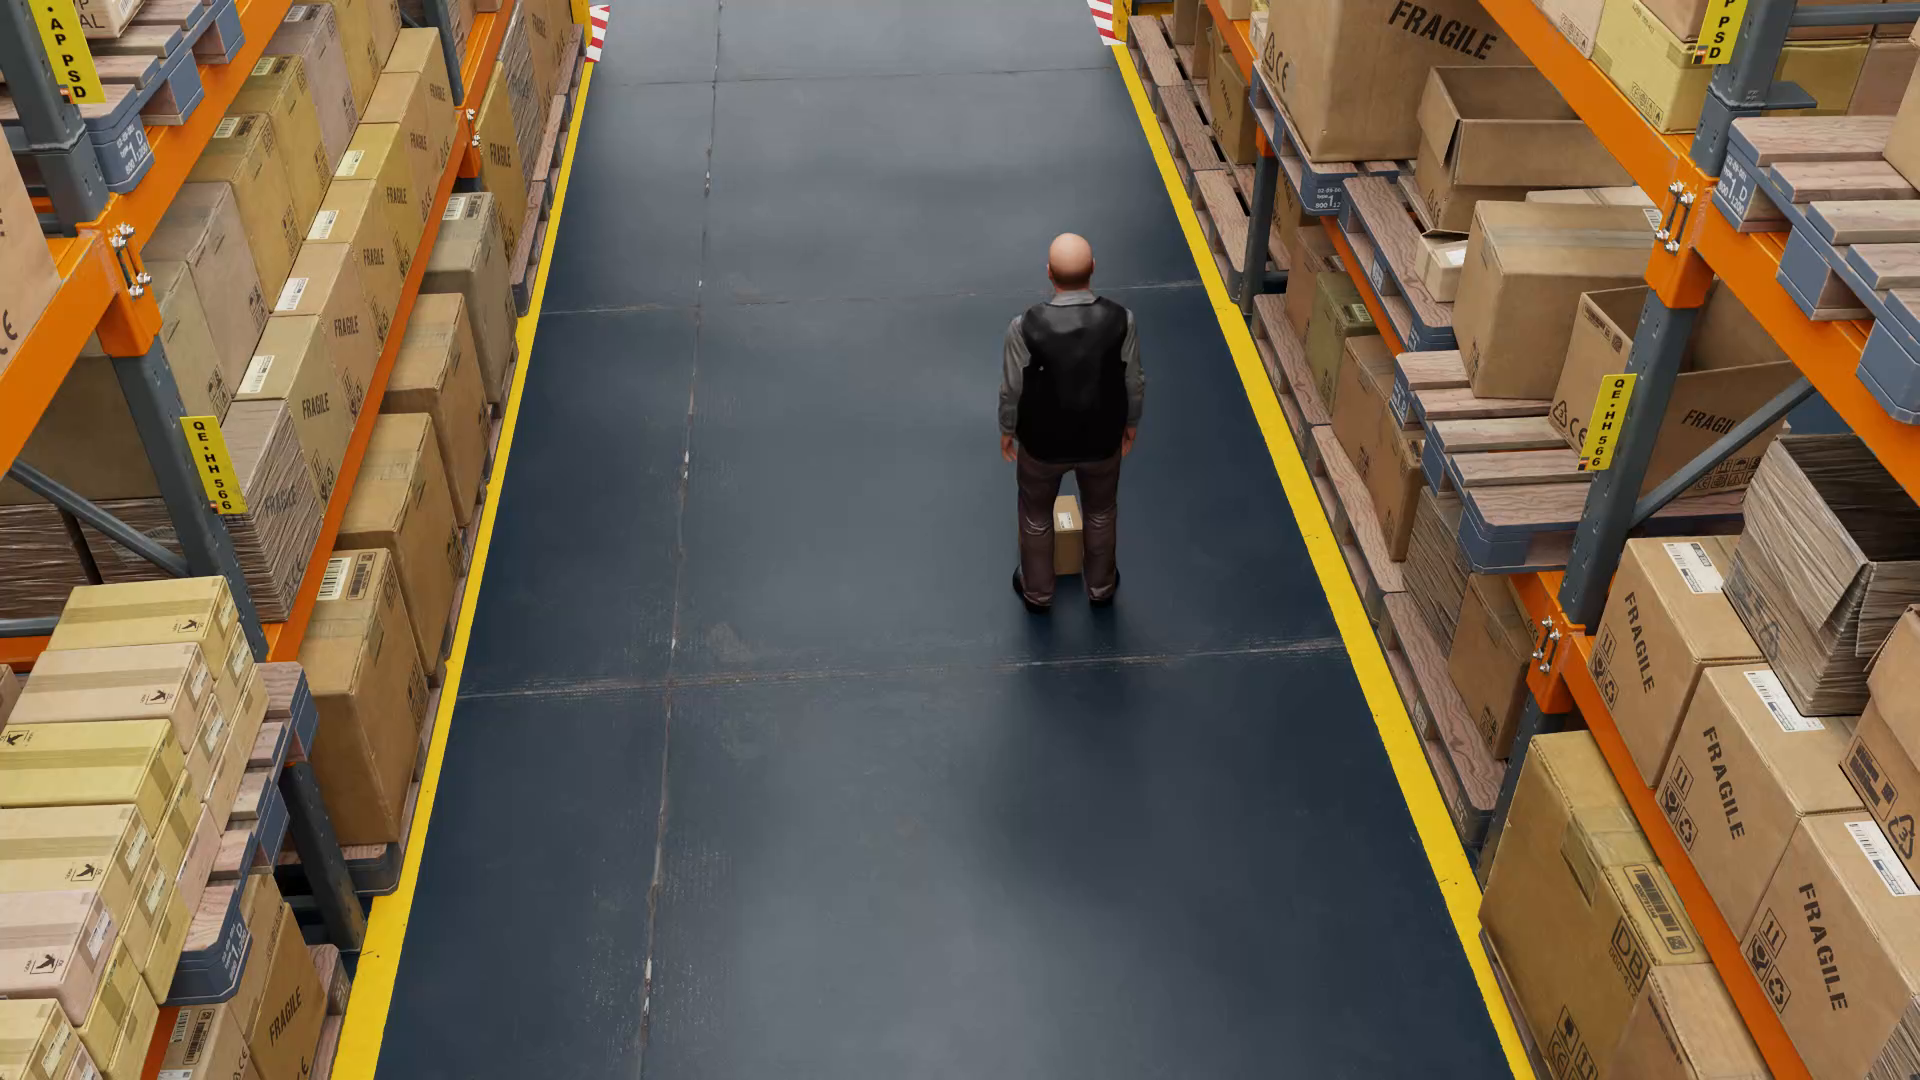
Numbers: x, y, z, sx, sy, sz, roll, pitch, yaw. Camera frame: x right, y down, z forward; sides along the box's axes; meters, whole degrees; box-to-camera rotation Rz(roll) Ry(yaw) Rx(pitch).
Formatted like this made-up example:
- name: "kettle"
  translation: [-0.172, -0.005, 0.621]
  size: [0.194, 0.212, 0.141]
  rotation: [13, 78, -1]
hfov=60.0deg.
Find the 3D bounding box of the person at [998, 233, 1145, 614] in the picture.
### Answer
- name: "person"
  translation: [0.440, -0.413, 6.687]
  size: [0.579, 1.720, 0.420]
  rotation: [-3, 39, -4]
